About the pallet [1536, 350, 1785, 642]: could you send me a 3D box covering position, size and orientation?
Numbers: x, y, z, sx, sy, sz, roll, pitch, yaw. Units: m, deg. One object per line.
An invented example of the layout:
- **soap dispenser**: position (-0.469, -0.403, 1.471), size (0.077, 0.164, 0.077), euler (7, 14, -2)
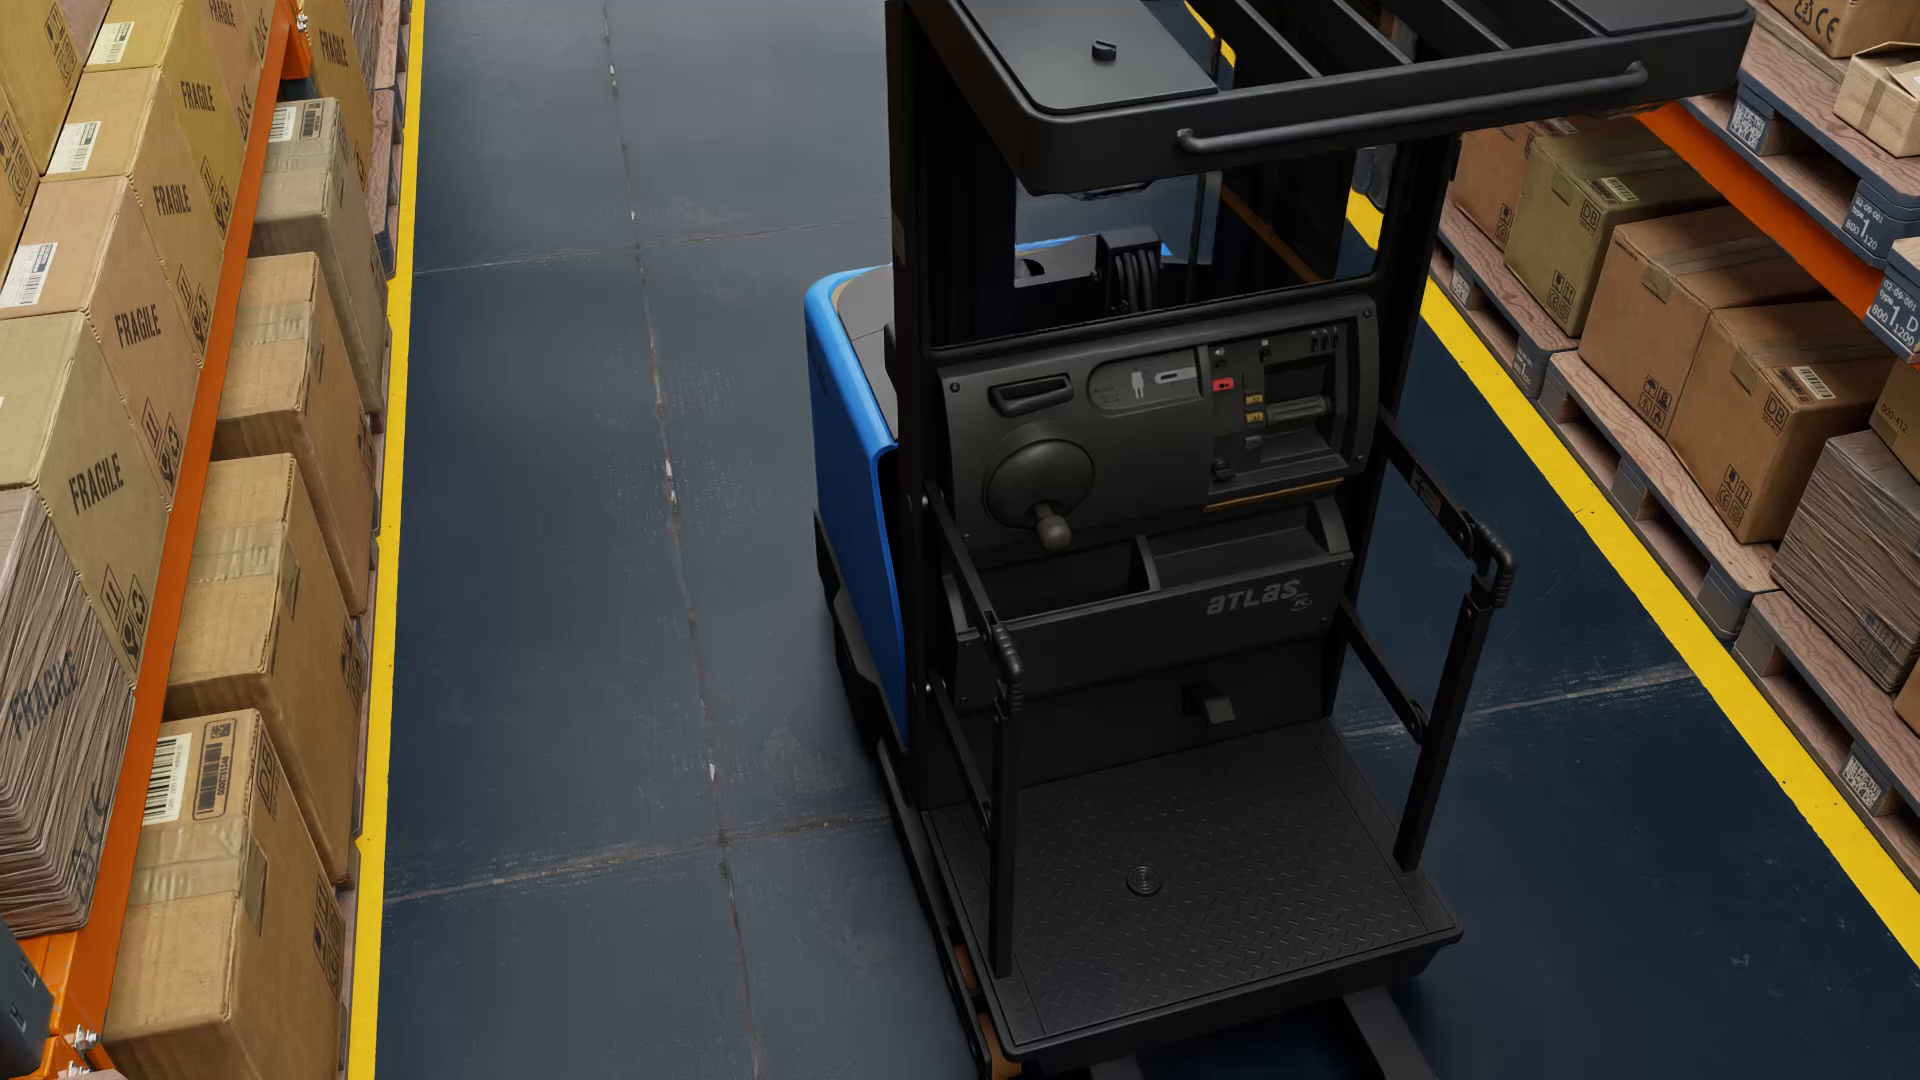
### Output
- **pallet**: position (2.611, -0.235, 5.356), size (1.003, 0.211, 1.213), euler (-8, 42, -9)

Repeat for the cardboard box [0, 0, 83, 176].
- **cardboard box**: position (-2.248, -1.032, 3.324), size (0.700, 0.500, 0.500), euler (-9, 42, -10)

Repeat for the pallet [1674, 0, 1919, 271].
- **pallet**: position (2.570, -1.188, 4.473), size (1.003, 0.211, 1.213), euler (-8, 42, -9)

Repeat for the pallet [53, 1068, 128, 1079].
- **pallet**: position (-1.569, 1.182, 1.804), size (1.213, 0.211, 1.003), euler (-8, 42, -9)

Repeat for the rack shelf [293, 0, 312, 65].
- **rack shelf**: position (-3.122, -2.957, 6.864), size (1.077, 0.370, 4.000), euler (-8, 42, -9)

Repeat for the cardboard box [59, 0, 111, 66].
- **cardboard box**: position (-2.356, -1.359, 3.693), size (0.700, 0.500, 0.500), euler (-8, 42, -9)

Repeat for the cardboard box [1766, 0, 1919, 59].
- **cardboard box**: position (2.639, -1.660, 4.466), size (0.797, 0.503, 0.637), euler (-4, 42, -5)

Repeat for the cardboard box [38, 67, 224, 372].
- **cardboard box**: position (-1.987, -0.683, 3.685), size (0.500, 0.500, 0.500), euler (-9, 42, -10)

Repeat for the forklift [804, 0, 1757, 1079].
- **forklift**: position (3.995, -0.452, 3.551), size (8.118, 2.935, 4.193), euler (-11, 43, -12)

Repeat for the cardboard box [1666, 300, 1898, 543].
- **cardboard box**: position (2.612, -0.367, 4.956), size (0.700, 0.500, 0.500), euler (-5, 42, -6)

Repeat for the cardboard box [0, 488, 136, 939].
- **cardboard box**: position (-1.661, 0.296, 2.582), size (0.500, 0.500, 0.500), euler (-8, 42, -9)

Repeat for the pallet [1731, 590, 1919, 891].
- **pallet**: position (10.684, 1.291, 3.636), size (15.783, 0.211, 6.755), euler (-8, 42, -9)

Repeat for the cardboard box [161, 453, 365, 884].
- **cardboard box**: position (-2.063, 0.374, 3.948), size (1.050, 0.750, 0.750), euler (-8, 42, -9)

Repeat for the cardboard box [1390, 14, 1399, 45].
- **cardboard box**: position (2.127, -2.062, 6.880), size (0.500, 0.500, 0.500), euler (-10, 42, -11)

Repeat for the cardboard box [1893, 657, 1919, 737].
- **cardboard box**: position (2.873, 0.357, 4.140), size (0.700, 0.500, 0.500), euler (-10, 43, -12)

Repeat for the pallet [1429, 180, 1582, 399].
- **pallet**: position (2.344, -1.028, 6.249), size (1.003, 0.211, 1.213), euler (-8, 42, -9)

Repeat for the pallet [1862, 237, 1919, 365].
- **pallet**: position (2.780, -0.357, 3.537), size (1.213, 0.211, 1.003), euler (-8, 42, -9)

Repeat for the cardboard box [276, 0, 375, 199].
- **cardboard box**: position (-2.758, -1.710, 6.201), size (0.875, 0.875, 0.875), euler (-8, 42, -9)

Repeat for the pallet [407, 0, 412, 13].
- **pallet**: position (-3.305, -2.972, 8.440), size (1.003, 0.211, 1.213), euler (-8, 42, -9)

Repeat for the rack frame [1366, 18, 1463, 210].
- **rack frame**: position (2.174, -2.575, 5.891), size (1.000, 3.000, 0.127), euler (-8, 42, -9)

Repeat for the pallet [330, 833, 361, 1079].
- **pallet**: position (-1.924, 1.184, 3.757), size (1.003, 0.211, 1.213), euler (-8, 42, -9)

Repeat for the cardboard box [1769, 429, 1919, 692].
- **cardboard box**: position (2.741, -0.001, 4.543), size (0.700, 0.500, 0.500), euler (-12, 43, -13)

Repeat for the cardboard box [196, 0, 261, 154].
- **cardboard box**: position (-2.208, -1.340, 4.424), size (0.500, 0.500, 0.500), euler (-9, 42, -10)

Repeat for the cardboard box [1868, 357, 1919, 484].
- **cardboard box**: position (2.739, -0.265, 4.275), size (0.500, 0.250, 0.500), euler (-4, 42, -4)

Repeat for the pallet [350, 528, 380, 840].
- **pallet**: position (-2.184, 0.395, 4.646), size (1.003, 0.211, 1.213), euler (-8, 42, -9)

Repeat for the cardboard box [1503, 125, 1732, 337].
- **cardboard box**: position (2.370, -1.092, 5.772), size (0.700, 0.500, 0.500), euler (-9, 42, -10)

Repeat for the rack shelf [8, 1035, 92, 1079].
- **rack shelf**: position (-1.396, 2.229, 1.022), size (1.077, 0.370, 4.000), euler (-8, 42, -9)

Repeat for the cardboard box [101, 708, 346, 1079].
- **cardboard box**: position (-0.293, -1.175, 5.324), size (5.455, 1.239, 5.693), euler (-9, 42, -10)

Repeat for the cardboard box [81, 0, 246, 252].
- **cardboard box**: position (-2.099, -1.012, 4.055), size (0.500, 0.500, 0.500), euler (-8, 42, -9)

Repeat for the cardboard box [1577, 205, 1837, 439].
- **cardboard box**: position (2.491, -0.729, 5.363), size (0.700, 0.500, 0.500), euler (-12, 43, -13)

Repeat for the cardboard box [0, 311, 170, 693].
- **cardboard box**: position (-1.773, -0.033, 2.952), size (0.500, 0.500, 0.500), euler (-9, 42, -10)

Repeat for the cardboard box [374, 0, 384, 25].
- **cardboard box**: position (-3.151, -2.885, 7.524), size (0.875, 0.875, 0.875), euler (-9, 42, -10)

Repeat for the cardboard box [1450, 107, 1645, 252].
- **cardboard box**: position (2.286, -1.403, 6.123), size (0.700, 0.500, 0.500), euler (-11, 43, -13)
